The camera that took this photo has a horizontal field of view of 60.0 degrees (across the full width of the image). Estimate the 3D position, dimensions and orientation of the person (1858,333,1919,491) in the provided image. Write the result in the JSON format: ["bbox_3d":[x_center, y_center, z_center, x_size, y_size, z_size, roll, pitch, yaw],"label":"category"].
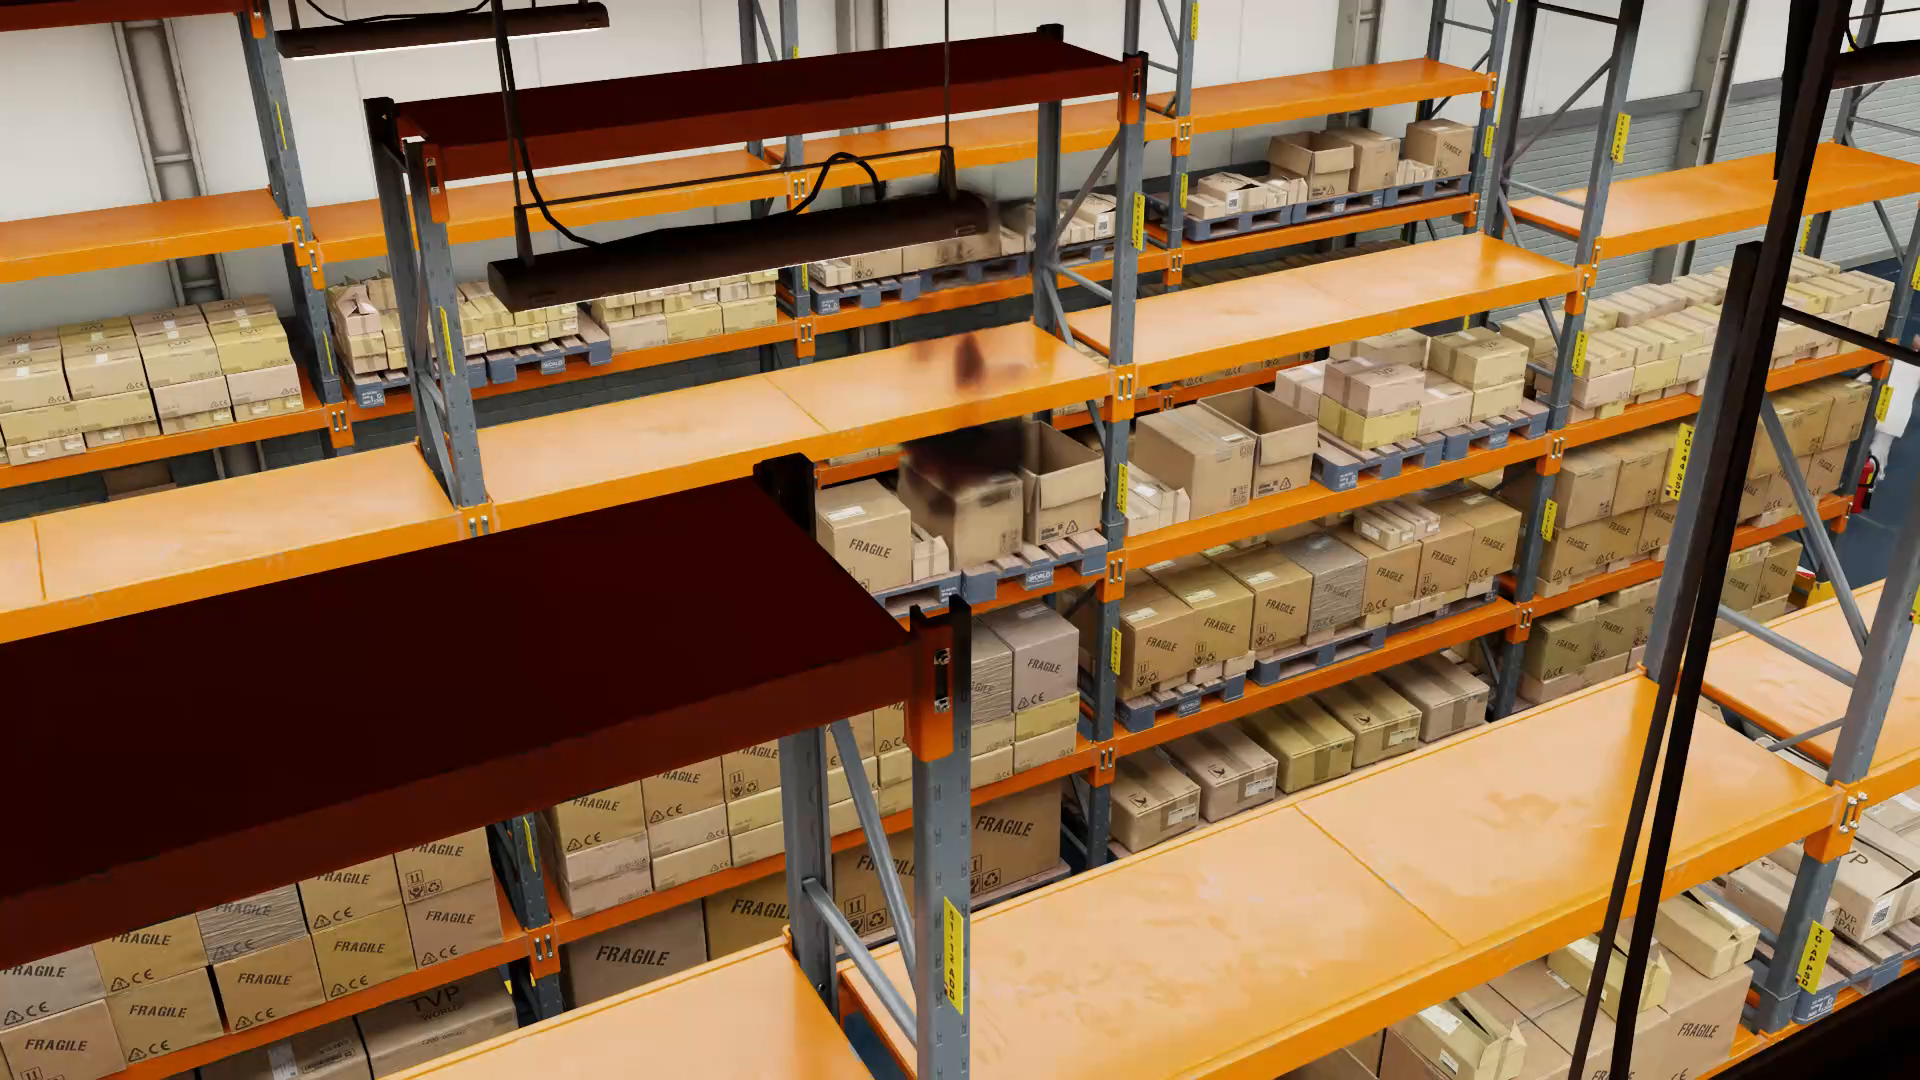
[{"bbox_3d":[9.883,-1.323,17.765,1.073,1.733,0.753,-20,34,-33],"label":"person"}]
